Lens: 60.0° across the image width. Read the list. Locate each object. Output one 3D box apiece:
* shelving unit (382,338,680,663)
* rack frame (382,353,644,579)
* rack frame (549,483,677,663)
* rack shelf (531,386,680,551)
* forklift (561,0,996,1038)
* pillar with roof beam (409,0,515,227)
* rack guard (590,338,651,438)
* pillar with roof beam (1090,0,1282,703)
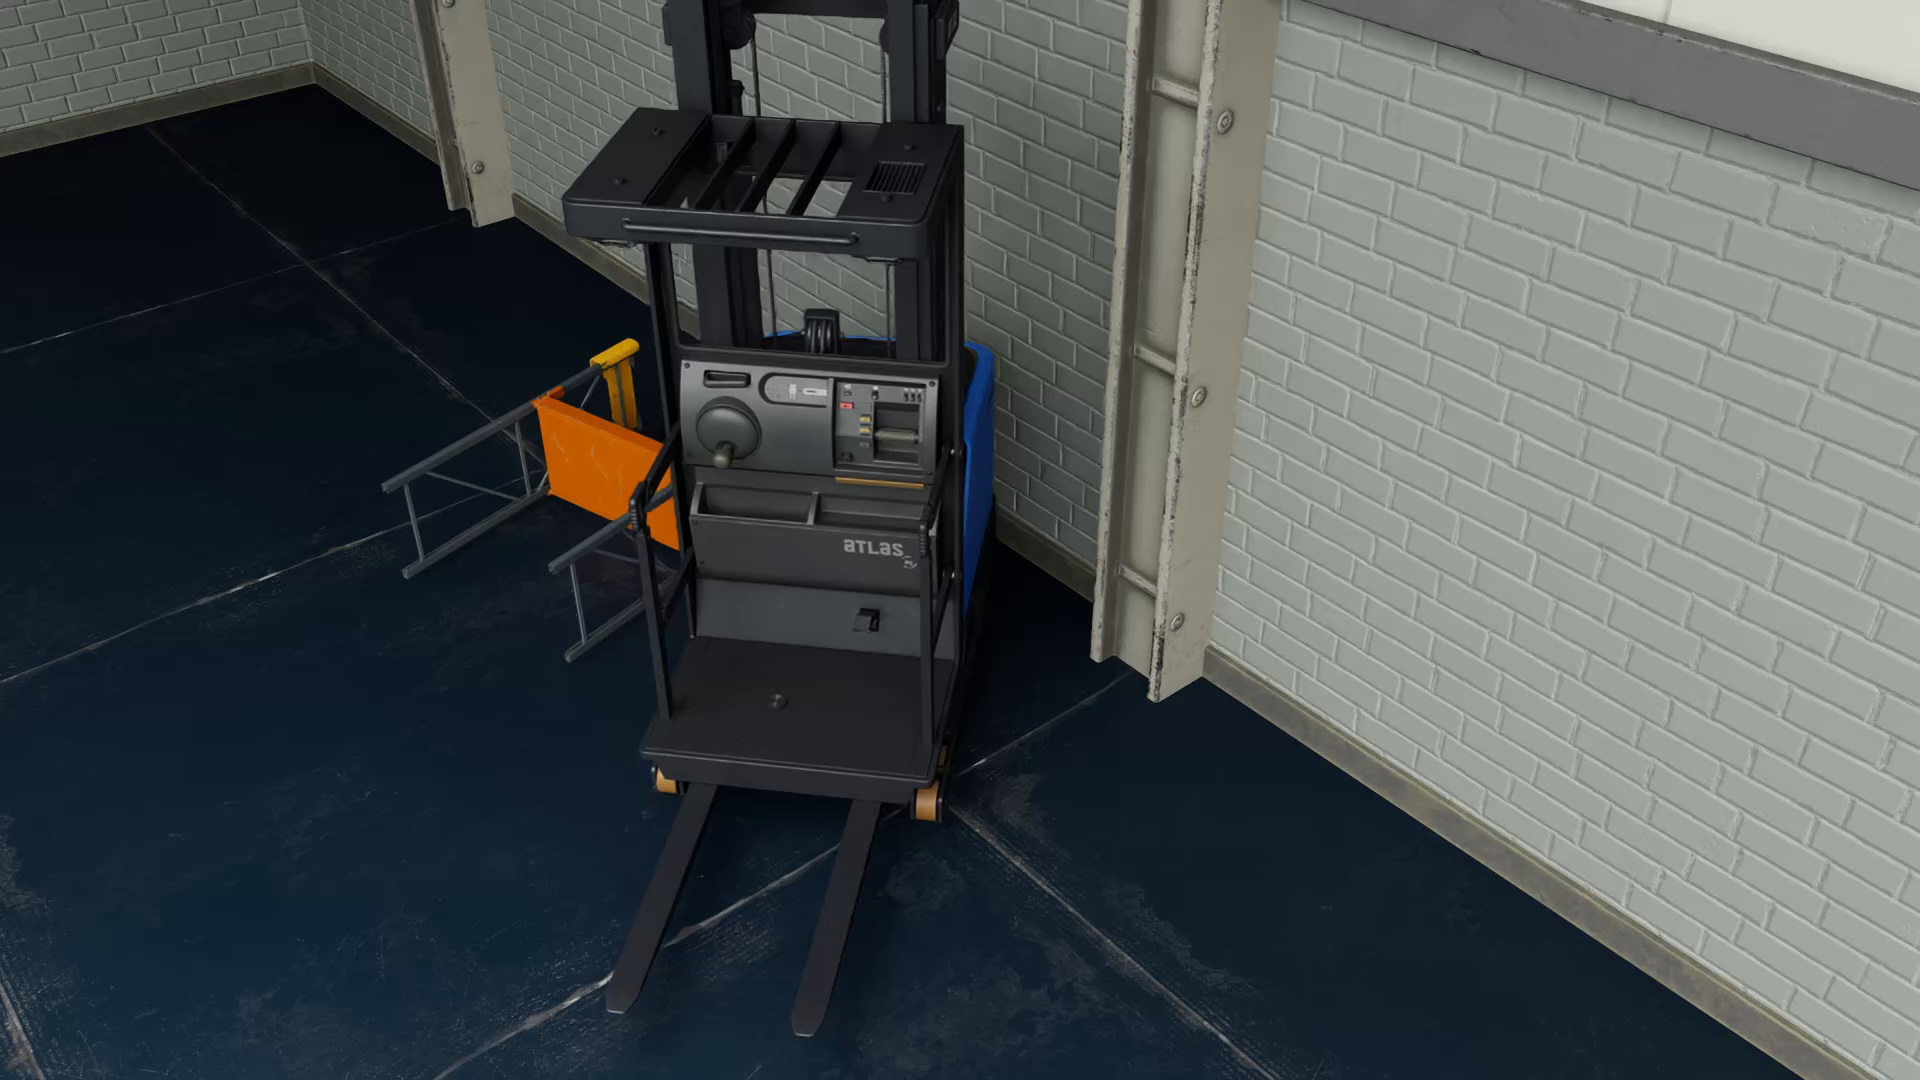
[{"bbox_3d":[-1.615,-0.217,7.527,1.083,0.587,1.500,22,41,28],"label":"shelving unit"},{"bbox_3d":[-2.039,-0.389,7.768,0.032,0.500,1.500,22,41,28],"label":"rack frame"},{"bbox_3d":[-1.206,-0.052,7.293,0.032,0.500,1.500,22,41,28],"label":"rack frame"},{"bbox_3d":[-1.520,-0.306,7.651,1.000,0.538,0.185,22,41,28],"label":"rack shelf"},{"bbox_3d":[-0.566,-0.361,5.723,1.130,2.935,3.031,5,36,7],"label":"forklift"},{"bbox_3d":[-6.368,-4.192,5.883,9.100,9.000,0.400,-26,43,-32],"label":"pillar with roof beam"},{"bbox_3d":[-1.666,-0.678,8.177,0.087,0.587,0.250,22,41,28],"label":"rack guard"},{"bbox_3d":[-2.496,-1.543,2.143,9.100,9.000,0.400,-26,43,-32],"label":"pillar with roof beam"}]
